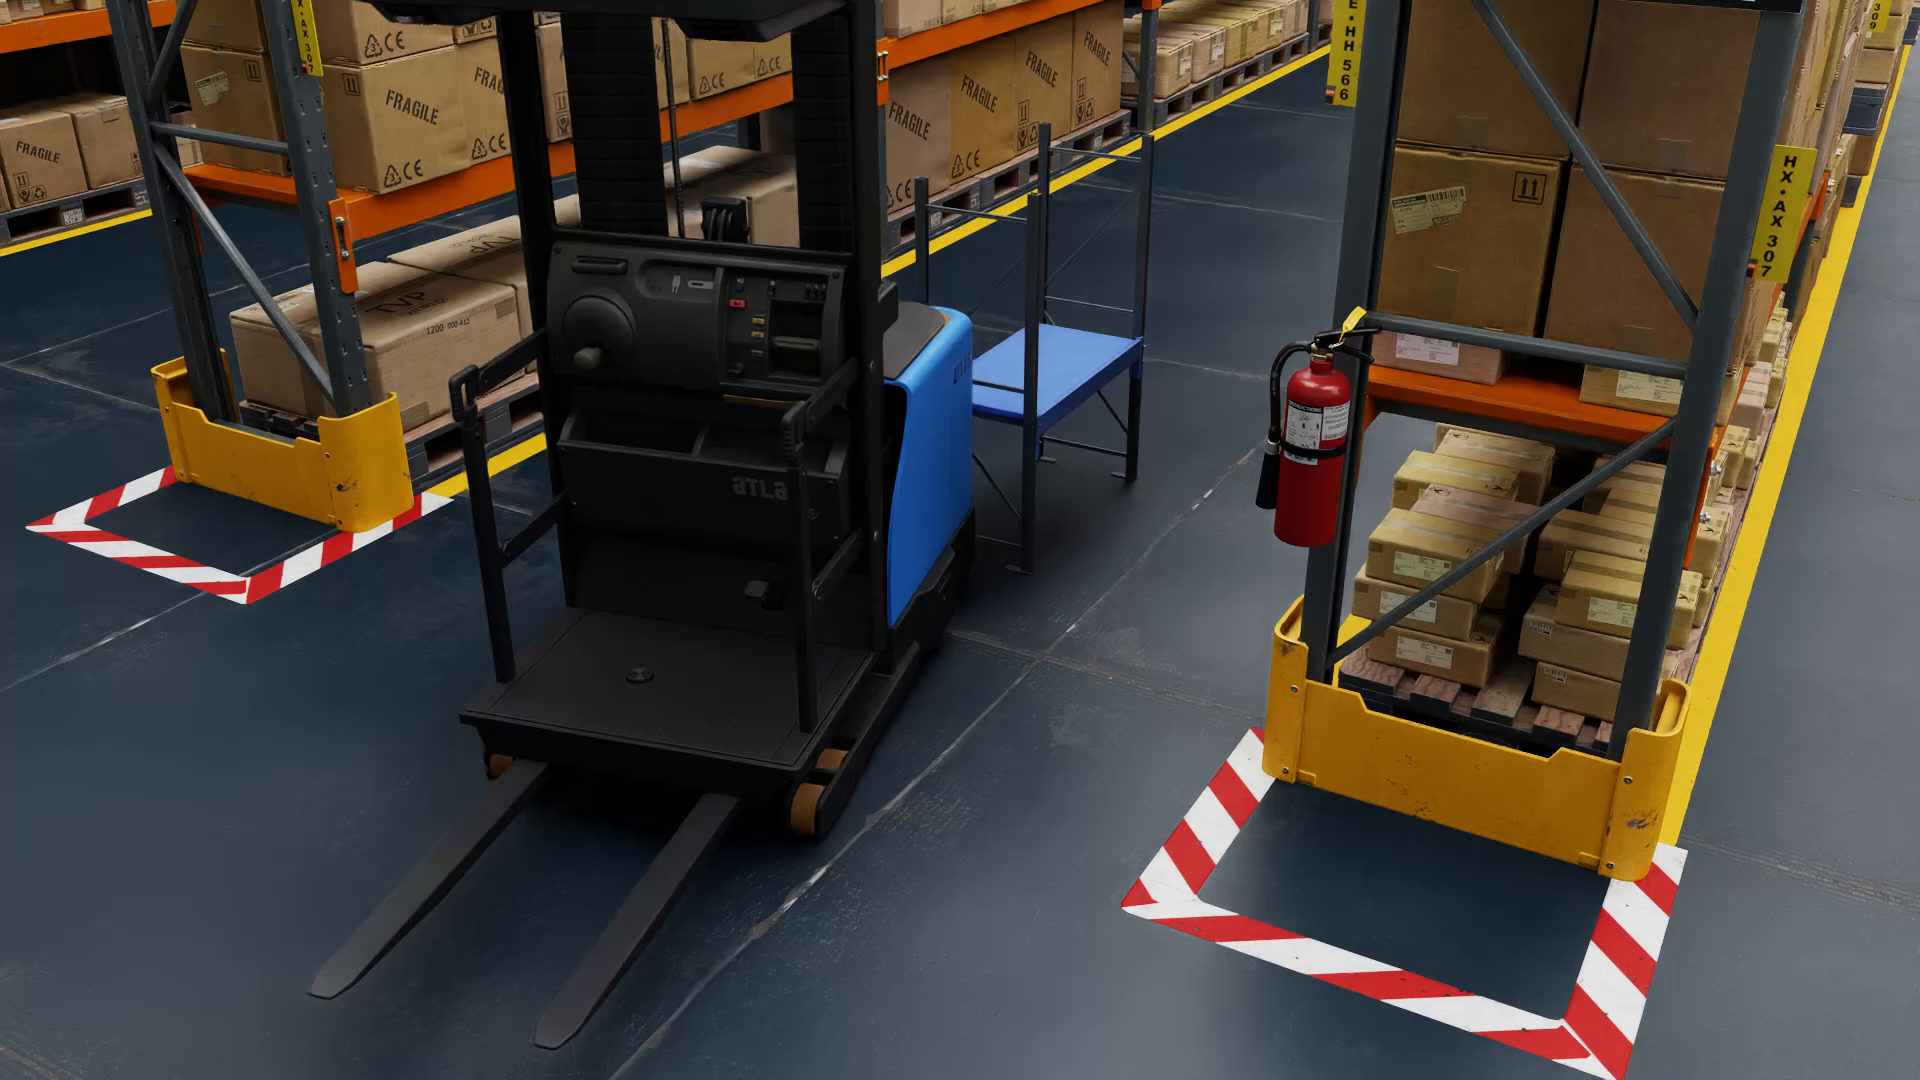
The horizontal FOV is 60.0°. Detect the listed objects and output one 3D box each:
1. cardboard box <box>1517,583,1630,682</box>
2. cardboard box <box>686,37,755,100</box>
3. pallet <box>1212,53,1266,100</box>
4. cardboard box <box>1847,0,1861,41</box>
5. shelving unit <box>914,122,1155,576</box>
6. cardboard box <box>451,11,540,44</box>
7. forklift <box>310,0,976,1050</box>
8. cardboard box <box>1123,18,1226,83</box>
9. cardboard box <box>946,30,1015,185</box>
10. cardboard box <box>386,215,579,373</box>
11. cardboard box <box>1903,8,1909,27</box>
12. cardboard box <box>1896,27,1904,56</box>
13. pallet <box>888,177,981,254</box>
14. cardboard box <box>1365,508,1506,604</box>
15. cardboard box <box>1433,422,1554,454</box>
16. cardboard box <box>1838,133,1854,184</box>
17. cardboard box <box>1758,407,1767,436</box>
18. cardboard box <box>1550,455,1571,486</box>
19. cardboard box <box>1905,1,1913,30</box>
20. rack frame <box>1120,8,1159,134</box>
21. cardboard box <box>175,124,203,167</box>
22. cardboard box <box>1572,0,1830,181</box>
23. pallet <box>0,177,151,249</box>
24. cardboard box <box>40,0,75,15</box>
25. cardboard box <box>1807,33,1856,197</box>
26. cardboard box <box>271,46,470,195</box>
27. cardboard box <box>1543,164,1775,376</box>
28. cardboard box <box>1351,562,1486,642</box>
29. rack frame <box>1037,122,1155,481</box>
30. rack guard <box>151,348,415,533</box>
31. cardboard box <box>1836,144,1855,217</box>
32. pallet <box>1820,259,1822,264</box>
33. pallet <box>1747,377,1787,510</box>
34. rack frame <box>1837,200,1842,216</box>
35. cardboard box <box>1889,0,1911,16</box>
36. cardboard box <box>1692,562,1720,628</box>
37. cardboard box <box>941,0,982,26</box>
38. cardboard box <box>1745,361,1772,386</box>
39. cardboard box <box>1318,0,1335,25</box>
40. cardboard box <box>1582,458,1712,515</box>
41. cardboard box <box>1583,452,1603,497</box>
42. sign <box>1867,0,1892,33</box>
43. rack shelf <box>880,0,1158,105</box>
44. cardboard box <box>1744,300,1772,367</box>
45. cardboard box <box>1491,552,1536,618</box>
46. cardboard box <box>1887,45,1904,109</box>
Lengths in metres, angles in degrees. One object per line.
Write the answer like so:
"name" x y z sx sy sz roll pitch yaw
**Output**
"cardboard box" 1.975 0.294 5.196 0.380 0.149 0.250 16 31 28
"cardboard box" -1.386 -2.529 8.339 0.500 0.500 0.500 14 30 25
"pallet" 2.057 -4.212 14.928 1.003 0.211 1.213 14 30 26
"cardboard box" 2.952 -2.055 5.942 0.500 0.500 0.500 15 30 27
"shelving unit" 0.305 -0.790 6.653 0.538 1.500 1.048 14 30 25
"cardboard box" -2.133 -2.382 6.929 0.500 0.500 0.500 13 30 25
"forklift" -0.842 -0.616 4.705 1.130 2.935 3.031 7 28 14
"cardboard box" 1.713 -4.201 14.258 0.950 0.372 0.625 14 30 25
"cardboard box" -0.225 -2.973 11.242 0.875 0.875 0.875 15 30 28
"cardboard box" -2.185 -1.243 8.275 0.875 0.438 0.875 15 30 27
"cardboard box" 4.308 -2.534 7.941 0.380 0.149 0.250 15 30 27
"cardboard box" 4.313 -2.405 8.015 0.380 0.149 0.250 14 30 26
"pallet" -0.584 -2.192 10.894 1.003 0.211 1.213 14 30 26
"cardboard box" 1.534 0.046 5.358 0.380 0.149 0.250 15 30 27
"cardboard box" 1.990 -0.372 6.193 0.380 0.149 0.250 15 30 28
"cardboard box" 4.570 -2.112 9.105 0.500 0.250 0.500 15 30 28
"cardboard box" 3.291 -0.557 7.226 0.380 0.149 0.250 13 29 24
"cardboard box" 2.145 -0.330 6.443 0.380 0.149 0.250 16 31 29
"cardboard box" 4.820 -2.807 8.817 0.380 0.149 0.250 13 29 24
"rack frame" 1.070 -4.681 12.750 1.000 3.000 0.127 14 30 26
"cardboard box" -5.415 -2.758 11.494 0.396 0.266 0.258 15 30 28
"cardboard box" 1.946 -1.254 4.343 0.500 0.500 0.500 14 30 26
"pallet" -6.159 -2.222 10.953 1.003 0.211 1.213 14 30 26
"cardboard box" -5.852 -3.431 10.533 0.380 0.149 0.250 15 30 27
"cardboard box" 2.967 -1.603 6.157 0.500 0.500 0.500 14 30 26
"cardboard box" -2.379 -1.732 6.747 0.500 0.500 0.500 14 30 26
"cardboard box" 1.955 -0.804 4.562 0.500 0.500 0.500 16 31 28
"cardboard box" 1.505 0.173 5.437 0.380 0.149 0.250 13 30 25
"rack frame" 0.549 -0.990 7.052 0.500 1.500 0.032 14 30 25
"rack guard" -2.877 -0.436 7.063 1.175 0.500 0.348 14 30 26
"cardboard box" 5.075 -2.185 10.087 0.500 0.500 0.500 16 31 28
"pallet" 5.044 -2.079 10.668 1.003 0.211 1.213 14 30 26
"pallet" 3.162 -0.555 7.623 1.003 0.211 1.213 14 30 26
"rack frame" 5.429 -3.630 10.651 1.000 3.000 0.127 14 30 26
"cardboard box" 4.056 -2.465 7.471 0.380 0.149 0.250 16 31 29
"cardboard box" 2.425 0.147 5.821 0.380 0.149 0.250 15 30 27
"cardboard box" -0.198 -3.370 10.300 0.500 0.250 0.500 13 30 25
"cardboard box" 3.057 -0.638 6.724 0.380 0.149 0.250 13 29 24
"cardboard box" 3.563 -5.369 16.726 0.500 0.250 0.500 13 29 24
"cardboard box" 2.364 -0.140 5.729 0.380 0.149 0.250 13 29 24
"cardboard box" 2.568 -0.231 6.243 0.380 0.149 0.250 16 31 29
"sign" 3.938 -2.342 7.111 0.100 0.325 0.005 14 30 26
"rack shelf" 0.086 -3.580 11.354 1.077 0.370 4.000 14 30 26
"cardboard box" 2.207 -0.656 4.989 0.380 0.149 0.250 13 30 25
"cardboard box" 1.815 0.117 5.881 0.380 0.149 0.250 14 30 26
"cardboard box" 6.692 -3.734 12.903 1.050 0.750 0.750 14 30 26
